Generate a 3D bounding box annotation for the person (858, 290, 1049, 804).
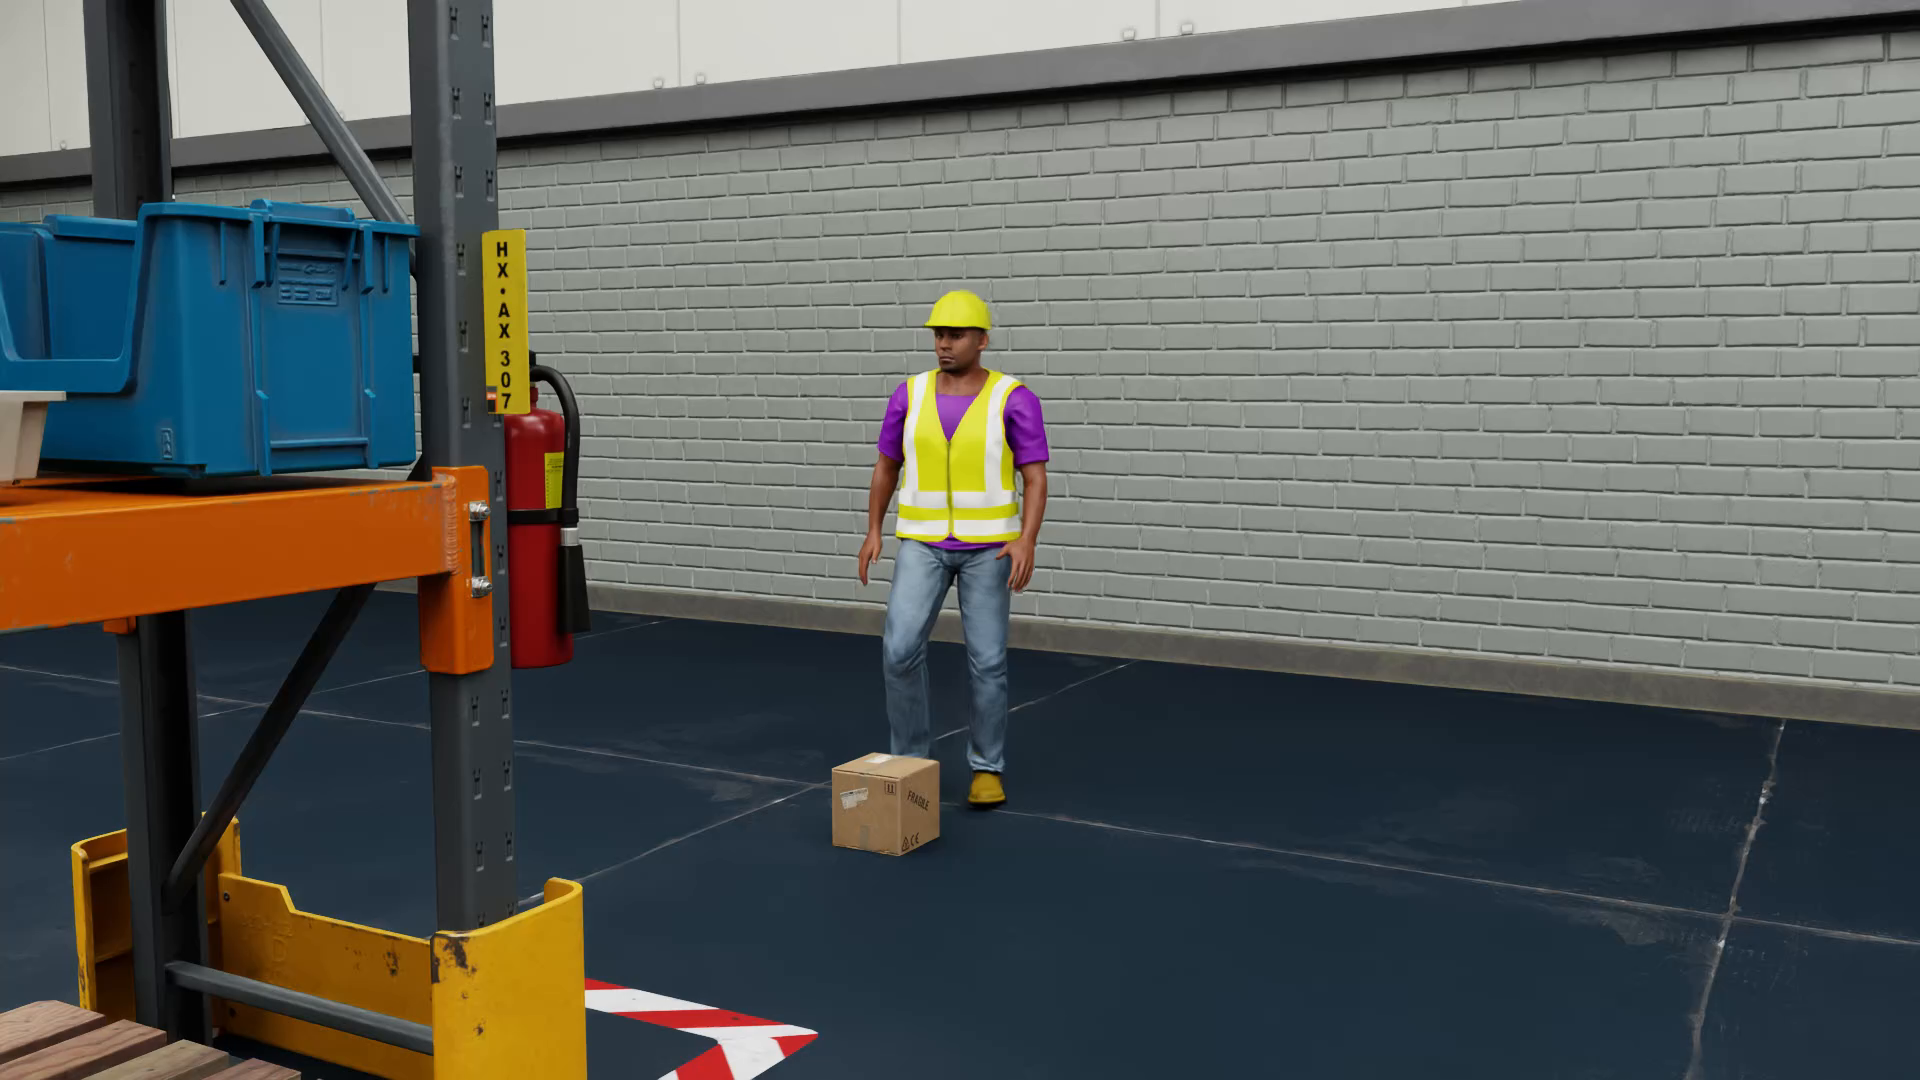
[{"bbox_3d":[-0.036,0.058,5.734,0.676,1.823,0.450,1,6,8],"label":"person"}]
